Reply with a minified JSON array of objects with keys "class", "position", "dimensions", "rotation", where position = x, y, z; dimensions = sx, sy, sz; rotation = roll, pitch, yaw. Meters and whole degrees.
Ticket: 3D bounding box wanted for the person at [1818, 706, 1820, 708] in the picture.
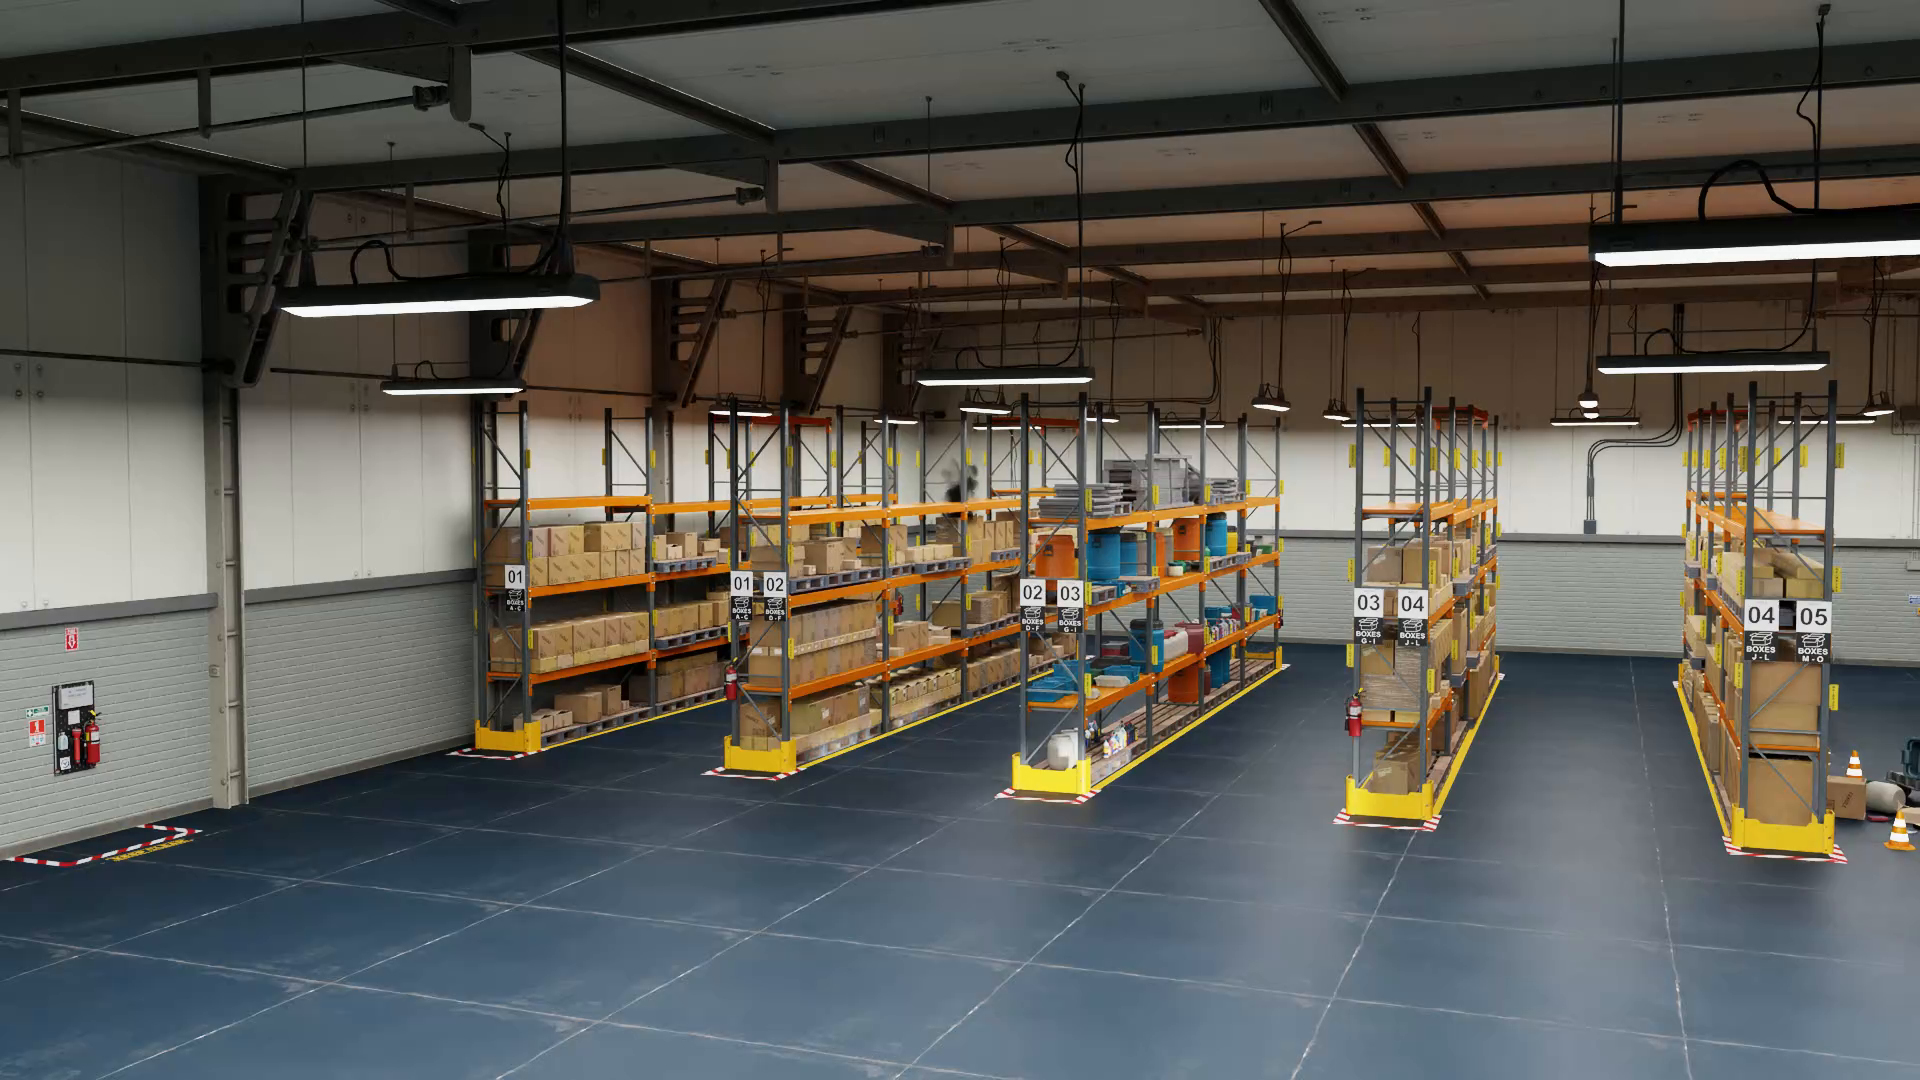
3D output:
[{"class":"person","position":[16.941,2.531,33.207],"dimensions":[0.661,1.770,0.902],"rotation":[1,3,23]}]
